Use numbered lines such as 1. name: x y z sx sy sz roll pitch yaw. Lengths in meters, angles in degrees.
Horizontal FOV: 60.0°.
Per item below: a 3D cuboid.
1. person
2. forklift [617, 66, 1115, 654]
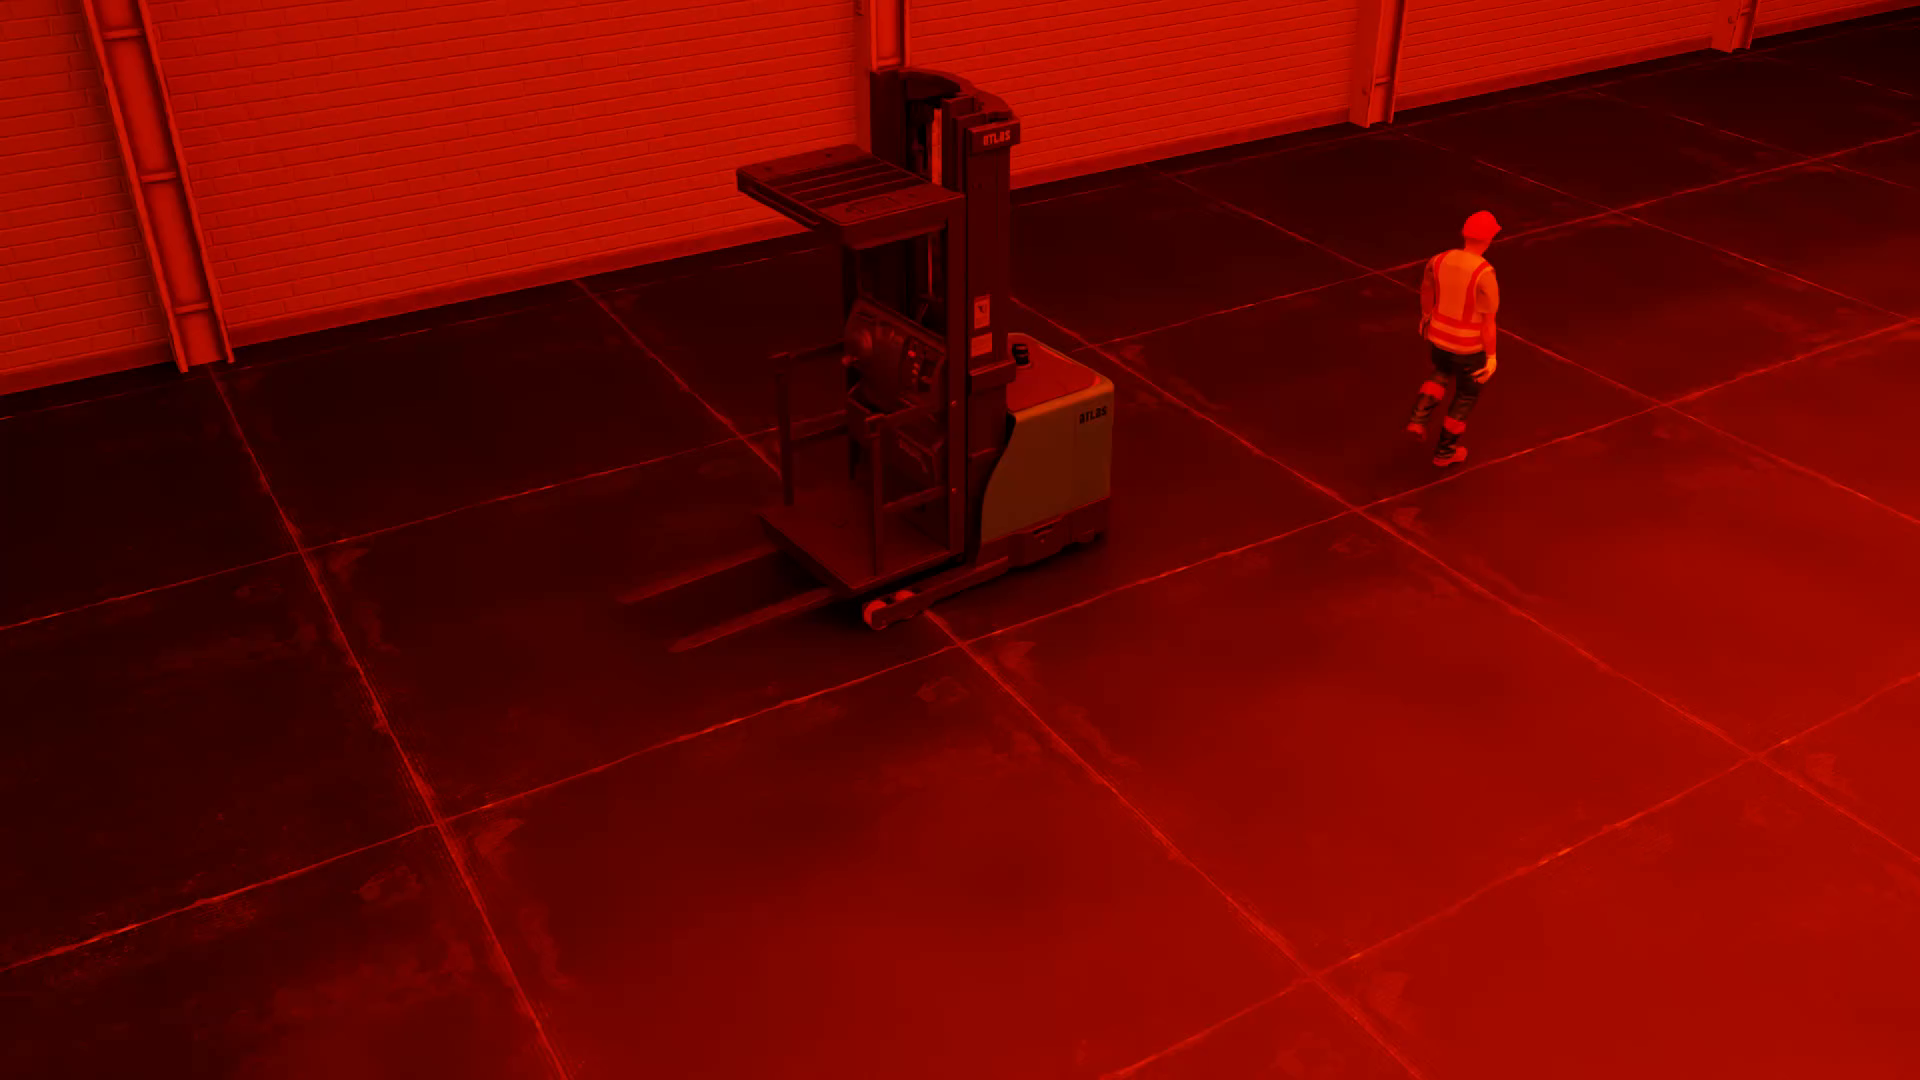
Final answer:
1. person: 3.318 -1.336 11.014 0.468 1.767 0.719 -22 38 -33
2. forklift: -0.541 -1.045 9.392 3.031 2.935 1.130 -21 37 -30
